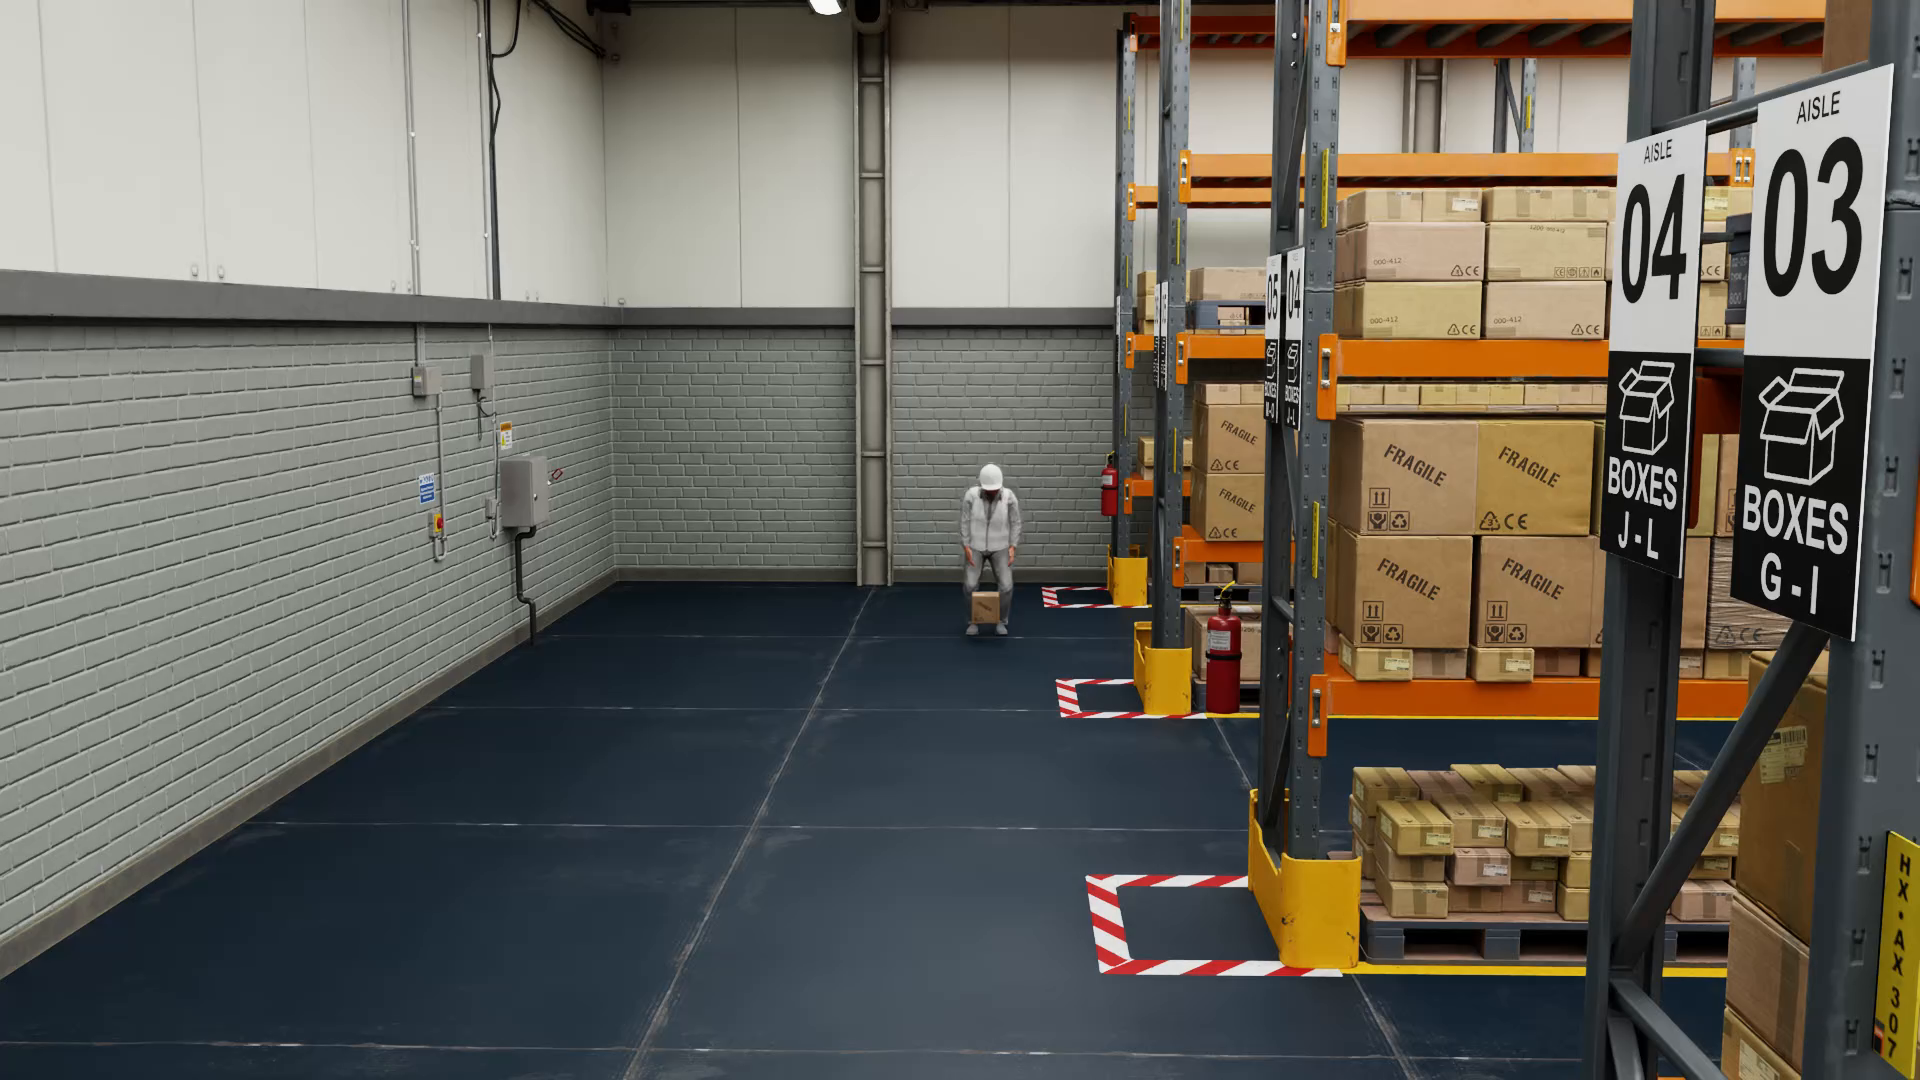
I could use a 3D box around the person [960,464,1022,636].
[{"bbox_3d":[0.288,0.084,15.619,0.581,1.628,0.604,0,7,2],"label":"person"}]
